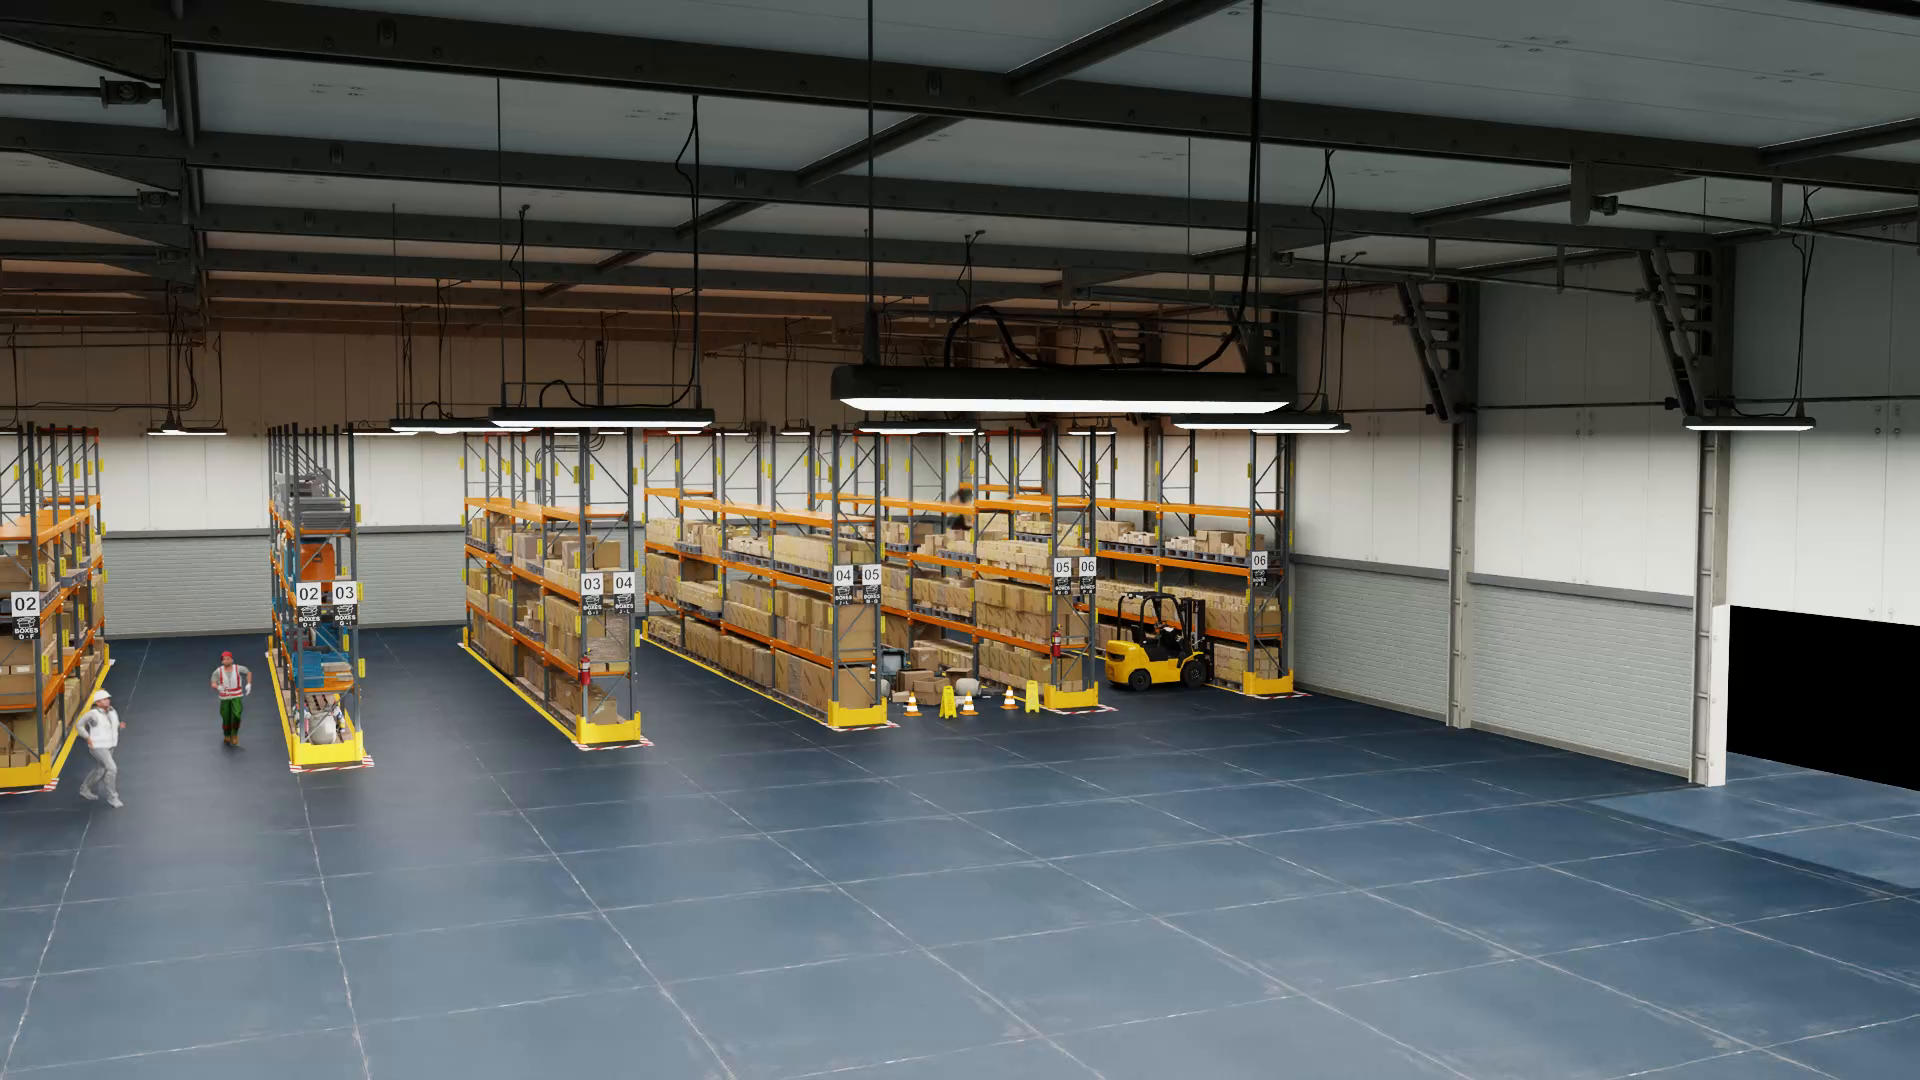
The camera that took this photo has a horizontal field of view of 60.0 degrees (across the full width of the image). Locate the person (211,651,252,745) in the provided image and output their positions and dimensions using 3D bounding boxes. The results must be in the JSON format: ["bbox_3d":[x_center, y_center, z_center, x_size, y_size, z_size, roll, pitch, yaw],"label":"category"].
[{"bbox_3d":[-13.524,2.934,30.867,0.675,1.748,0.852,-1,4,-19],"label":"person"}]

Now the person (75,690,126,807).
[{"bbox_3d":[-13.418,3.254,26.013,0.804,1.832,0.632,1,4,9],"label":"person"}]

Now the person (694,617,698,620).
[{"bbox_3d":[-7.669,1.912,48.937,0.801,1.645,0.637,3,4,36],"label":"person"}]
